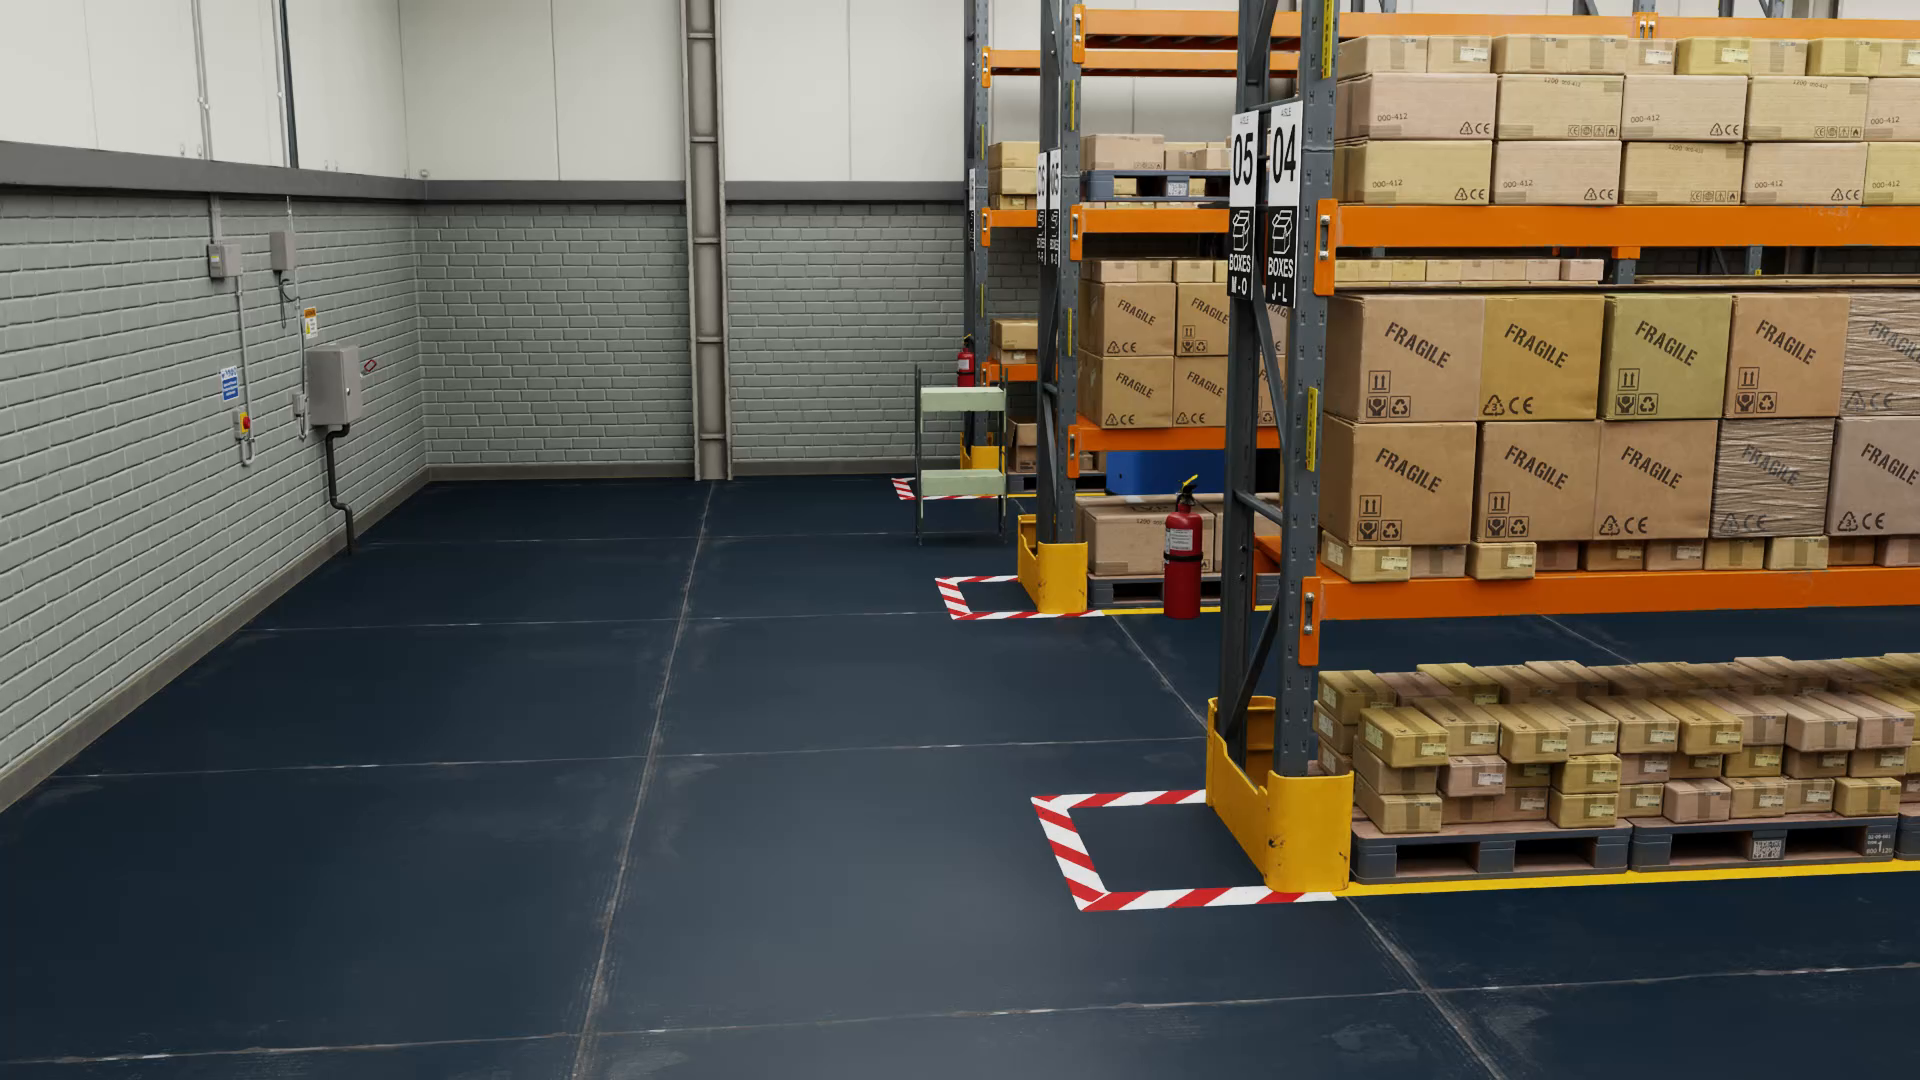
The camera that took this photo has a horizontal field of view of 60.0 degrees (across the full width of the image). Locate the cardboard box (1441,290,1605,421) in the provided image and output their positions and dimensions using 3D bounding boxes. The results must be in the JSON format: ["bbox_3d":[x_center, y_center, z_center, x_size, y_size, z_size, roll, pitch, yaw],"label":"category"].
[{"bbox_3d":[2.306,-0.773,6.902,0.500,0.500,0.500,-1,11,-4],"label":"cardboard box"}]

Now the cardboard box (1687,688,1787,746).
[{"bbox_3d":[3.433,0.783,7.368,0.250,0.149,0.380,-1,11,-6],"label":"cardboard box"}]

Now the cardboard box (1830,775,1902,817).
[{"bbox_3d":[3.924,1.087,7.363,0.250,0.149,0.380,-1,11,-6],"label":"cardboard box"}]

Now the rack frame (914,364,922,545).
[{"bbox_3d":[-0.357,-0.728,14.185,0.023,1.500,0.400,-1,11,-6],"label":"rack frame"}]

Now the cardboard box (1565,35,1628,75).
[{"bbox_3d":[2.451,-1.918,6.631,0.250,0.149,0.380,-1,11,-5],"label":"cardboard box"}]

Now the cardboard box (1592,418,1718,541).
[{"bbox_3d":[2.824,-0.292,7.049,0.500,0.500,0.500,-1,11,-5],"label":"cardboard box"}]

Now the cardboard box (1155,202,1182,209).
[{"bbox_3d":[2.032,-3.340,16.457,0.250,0.149,0.380,-1,11,-6],"label":"cardboard box"}]

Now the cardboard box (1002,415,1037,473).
[{"bbox_3d":[0.773,-0.992,17.020,0.637,0.503,0.797,-2,11,-8],"label":"cardboard box"}]

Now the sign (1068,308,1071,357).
[{"bbox_3d":[0.749,-1.421,11.373,0.005,0.325,0.100,-1,11,-6],"label":"sign"}]

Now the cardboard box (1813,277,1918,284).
[{"bbox_3d":[6.655,-1.679,12.283,0.500,0.500,0.500,-1,11,-7],"label":"cardboard box"}]

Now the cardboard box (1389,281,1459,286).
[{"bbox_3d":[3.222,-1.603,11.896,0.500,0.500,0.500,-1,11,-5],"label":"cardboard box"}]

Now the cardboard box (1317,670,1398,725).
[{"bbox_3d":[1.829,0.724,7.669,0.250,0.149,0.380,-1,11,-5],"label":"cardboard box"}]

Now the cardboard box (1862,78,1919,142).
[{"bbox_3d":[3.839,-1.765,6.889,0.500,0.250,0.500,-1,11,-4],"label":"cardboard box"}]

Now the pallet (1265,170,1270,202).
[{"bbox_3d":[2.647,-2.536,11.947,1.213,0.211,1.003,-1,11,-6],"label":"pallet"}]

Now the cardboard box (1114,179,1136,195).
[{"bbox_3d":[1.639,-3.540,16.441,0.500,0.250,0.500,-2,11,-8],"label":"cardboard box"}]

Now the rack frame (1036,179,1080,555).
[{"bbox_3d":[0.695,-1.064,12.006,0.127,3.000,1.000,-1,11,-6],"label":"rack frame"}]

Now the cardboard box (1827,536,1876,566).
[{"bbox_3d":[3.747,0.001,7.238,0.250,0.149,0.380,-1,11,-7],"label":"cardboard box"}]

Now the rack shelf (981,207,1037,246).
[{"bbox_3d":[2.143,-3.177,16.840,4.000,0.370,1.077,-1,11,-6],"label":"rack shelf"}]

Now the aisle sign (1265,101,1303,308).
[{"bbox_3d":[1.290,-1.334,6.637,0.004,0.787,0.394,-1,11,-6],"label":"aisle sign"}]

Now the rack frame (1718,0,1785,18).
[{"bbox_3d":[8.108,-5.127,17.117,0.127,3.000,1.000,-1,11,-6],"label":"rack frame"}]

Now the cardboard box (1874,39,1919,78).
[{"bbox_3d":[3.742,-1.949,6.789,0.250,0.149,0.380,-1,11,-6],"label":"cardboard box"}]

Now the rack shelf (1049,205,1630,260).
[{"bbox_3d":[2.683,-2.225,11.998,4.000,0.370,1.077,-1,11,-6],"label":"rack shelf"}]

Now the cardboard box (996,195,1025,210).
[{"bbox_3d":[0.497,-3.327,16.390,0.250,0.149,0.380,-1,11,-5],"label":"cardboard box"}]

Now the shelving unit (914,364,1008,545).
[{"bbox_3d":[0.007,-0.736,14.224,0.755,1.500,0.431,-1,11,-6],"label":"shelving unit"}]

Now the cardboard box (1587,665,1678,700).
[{"bbox_3d":[3.128,0.706,7.759,0.250,0.149,0.380,-2,11,-8],"label":"cardboard box"}]

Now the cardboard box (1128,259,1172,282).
[{"bbox_3d":[1.330,-1.896,11.702,0.250,0.149,0.380,-1,11,-5],"label":"cardboard box"}]

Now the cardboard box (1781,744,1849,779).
[{"bbox_3d":[3.716,0.928,7.402,0.250,0.149,0.380,-2,11,-9],"label":"cardboard box"}]

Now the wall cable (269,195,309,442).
[{"bbox_3d":[-5.073,-1.713,12.670,0.122,1.984,0.588,-1,11,-6],"label":"wall cable"}]

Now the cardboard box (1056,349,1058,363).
[{"bbox_3d":[1.017,-1.873,16.773,0.250,0.149,0.380,-1,11,-7],"label":"cardboard box"}]

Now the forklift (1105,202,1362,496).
[{"bbox_3d":[2.887,-1.577,14.790,3.031,2.935,1.130,-2,11,-10],"label":"forklift"}]

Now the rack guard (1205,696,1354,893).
[{"bbox_3d":[1.405,1.108,7.437,0.348,0.500,1.175,-1,11,-6],"label":"rack guard"}]

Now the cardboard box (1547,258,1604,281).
[{"bbox_3d":[4.400,-1.938,11.918,0.250,0.149,0.380,-1,11,-7],"label":"cardboard box"}]

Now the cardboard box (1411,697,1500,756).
[{"bbox_3d":[2.148,0.809,7.236,0.250,0.149,0.380,-1,11,-5],"label":"cardboard box"}]

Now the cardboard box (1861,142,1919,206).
[{"bbox_3d":[3.845,-1.518,6.926,0.500,0.250,0.500,-1,11,-7],"label":"cardboard box"}]

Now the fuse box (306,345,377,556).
[{"bbox_3d":[-4.990,-0.716,13.575,0.414,1.711,0.539,-1,11,-6],"label":"fuse box"}]

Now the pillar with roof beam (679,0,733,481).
[{"bbox_3d":[-2.158,-4.251,12.663,0.400,9.000,9.100,-1,11,-6],"label":"pillar with roof beam"}]

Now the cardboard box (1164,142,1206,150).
[{"bbox_3d":[2.135,-3.799,16.464,0.500,0.250,0.500,-1,11,-5],"label":"cardboard box"}]

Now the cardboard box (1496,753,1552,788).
[{"bbox_3d":[2.390,0.951,7.285,0.250,0.149,0.380,-1,11,-5],"label":"cardboard box"}]

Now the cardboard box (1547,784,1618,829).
[{"bbox_3d":[2.649,1.114,7.227,0.250,0.149,0.380,-1,11,-5],"label":"cardboard box"}]

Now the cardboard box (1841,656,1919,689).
[{"bbox_3d":[4.415,0.677,7.909,0.250,0.149,0.380,-1,11,-7],"label":"cardboard box"}]

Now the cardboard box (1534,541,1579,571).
[{"bbox_3d":[2.452,0.022,7.132,0.250,0.149,0.380,-1,11,-3],"label":"cardboard box"}]

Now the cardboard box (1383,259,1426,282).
[{"bbox_3d":[3.122,-1.924,11.844,0.250,0.149,0.380,-1,11,-7],"label":"cardboard box"}]

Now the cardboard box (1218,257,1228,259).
[{"bbox_3d":[2.050,-1.989,12.176,0.250,0.149,0.380,-1,11,-7],"label":"cardboard box"}]

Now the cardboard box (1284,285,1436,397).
[{"bbox_3d":[1.758,-0.860,7.345,0.500,0.500,0.500,-1,11,-7],"label":"cardboard box"}]

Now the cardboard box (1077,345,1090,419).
[{"bbox_3d":[1.146,-1.174,12.306,0.500,0.500,0.500,-1,11,-6],"label":"cardboard box"}]

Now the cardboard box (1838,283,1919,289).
[{"bbox_3d":[4.318,-0.910,7.597,0.500,0.500,0.500,-2,11,-8],"label":"cardboard box"}]

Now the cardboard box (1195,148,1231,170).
[{"bbox_3d":[1.801,-2.647,11.582,0.250,0.149,0.380,-1,11,-4],"label":"cardboard box"}]

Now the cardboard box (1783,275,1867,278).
[{"bbox_3d":[6.621,-1.777,12.782,0.500,0.500,0.500,-1,11,-5],"label":"cardboard box"}]
